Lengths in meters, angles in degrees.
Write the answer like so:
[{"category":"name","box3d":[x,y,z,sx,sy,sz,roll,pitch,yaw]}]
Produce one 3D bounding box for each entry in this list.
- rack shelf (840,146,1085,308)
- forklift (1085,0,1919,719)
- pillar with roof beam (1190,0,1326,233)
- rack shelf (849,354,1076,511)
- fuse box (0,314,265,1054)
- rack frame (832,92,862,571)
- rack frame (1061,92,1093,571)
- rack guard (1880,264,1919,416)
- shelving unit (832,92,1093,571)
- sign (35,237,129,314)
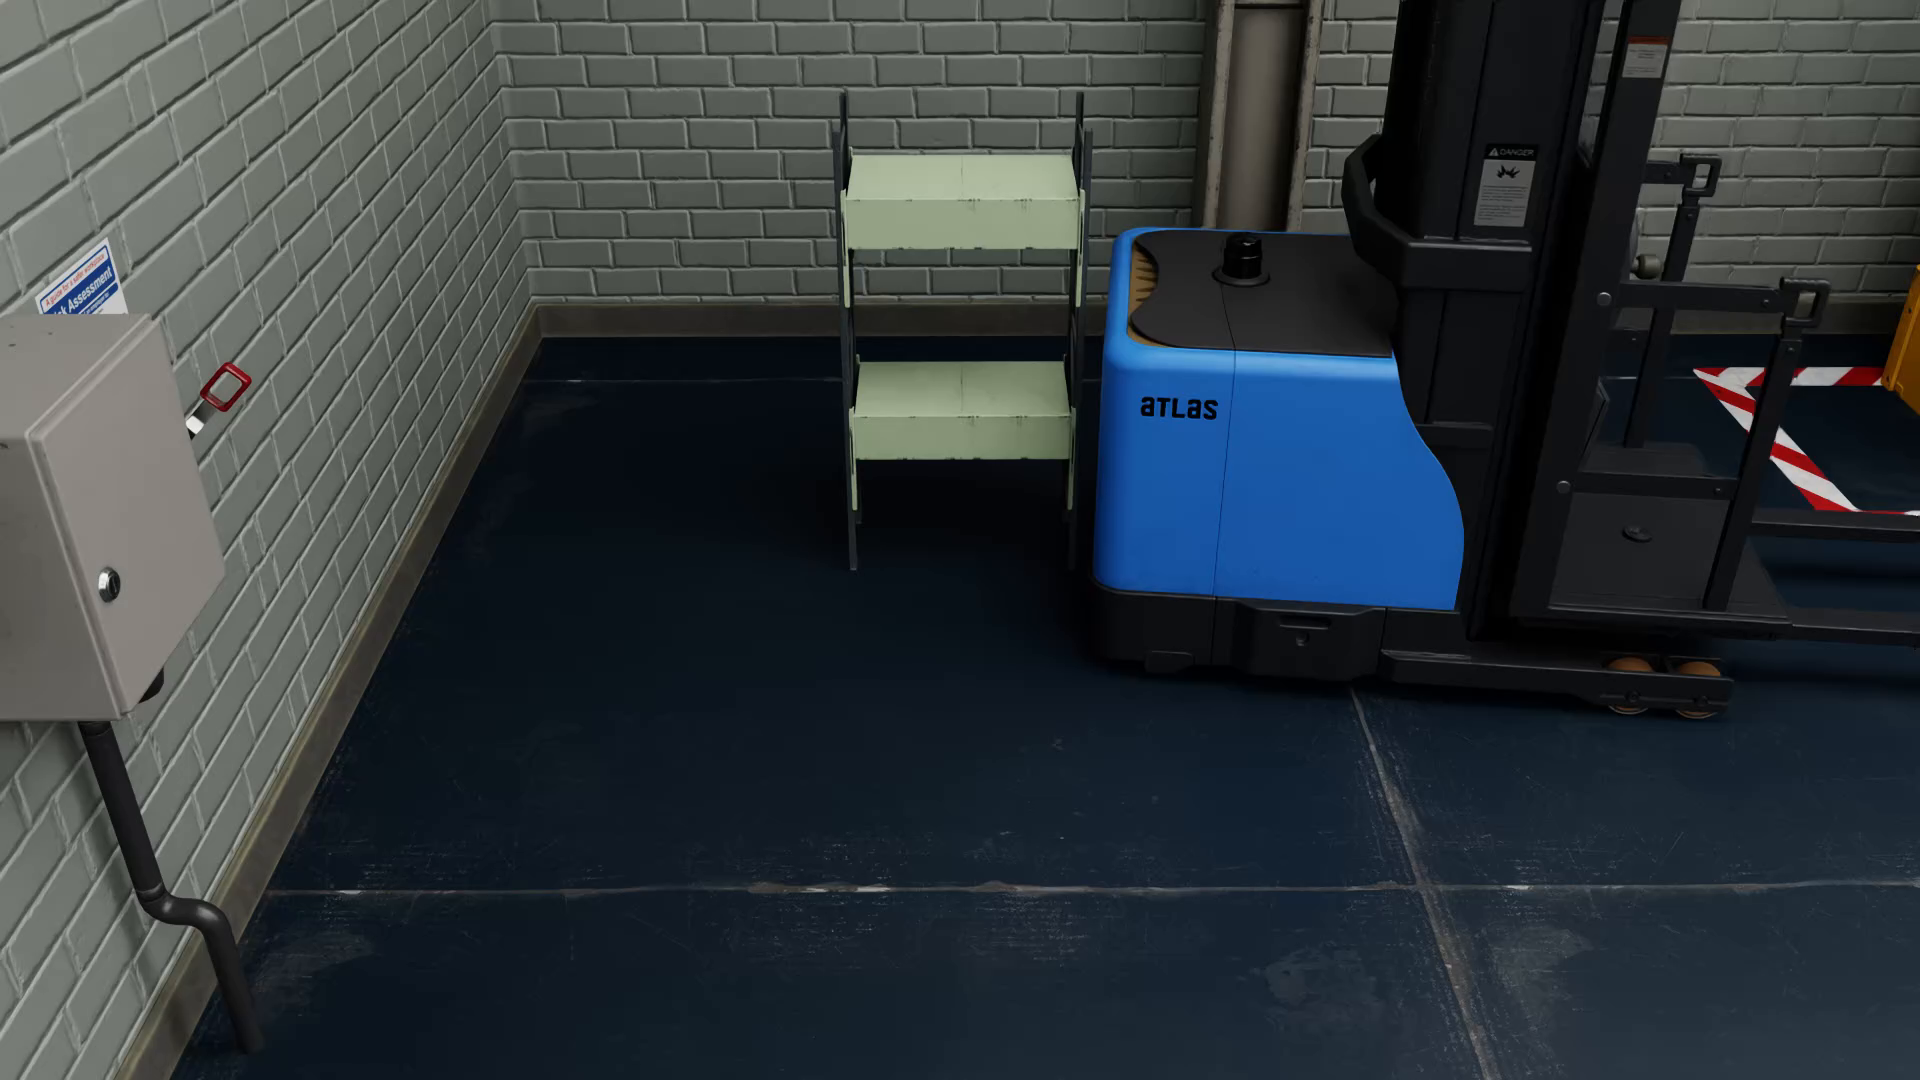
[{"category":"rack shelf","box3d":[0.007,-0.975,5.159,0.720,0.370,0.431,0,31,0]},{"category":"forklift","box3d":[1.937,-1.020,4.606,3.031,2.935,1.130,3,31,5]},{"category":"pillar with roof beam","box3d":[1.192,-2.439,1.095,0.400,9.000,9.100,0,31,0]},{"category":"rack shelf","box3d":[0.007,-0.363,5.530,0.720,0.370,0.431,0,31,0]},{"category":"fuse box","box3d":[-1.604,0.417,3.414,0.414,1.711,0.539,0,31,0]},{"category":"rack frame","box3d":[-0.359,-0.640,5.359,0.023,1.500,0.400,0,31,0]},{"category":"rack frame","box3d":[0.373,-0.642,5.363,0.023,1.500,0.400,0,31,0]},{"category":"rack guard","box3d":[3.944,-0.580,6.224,0.348,0.500,1.175,0,31,0]},{"category":"shelving unit","box3d":[0.007,-0.641,5.361,0.755,1.500,0.431,0,31,0]},{"category":"sign","box3d":[-1.814,-0.349,3.525,0.001,0.494,0.329,0,31,0]}]
